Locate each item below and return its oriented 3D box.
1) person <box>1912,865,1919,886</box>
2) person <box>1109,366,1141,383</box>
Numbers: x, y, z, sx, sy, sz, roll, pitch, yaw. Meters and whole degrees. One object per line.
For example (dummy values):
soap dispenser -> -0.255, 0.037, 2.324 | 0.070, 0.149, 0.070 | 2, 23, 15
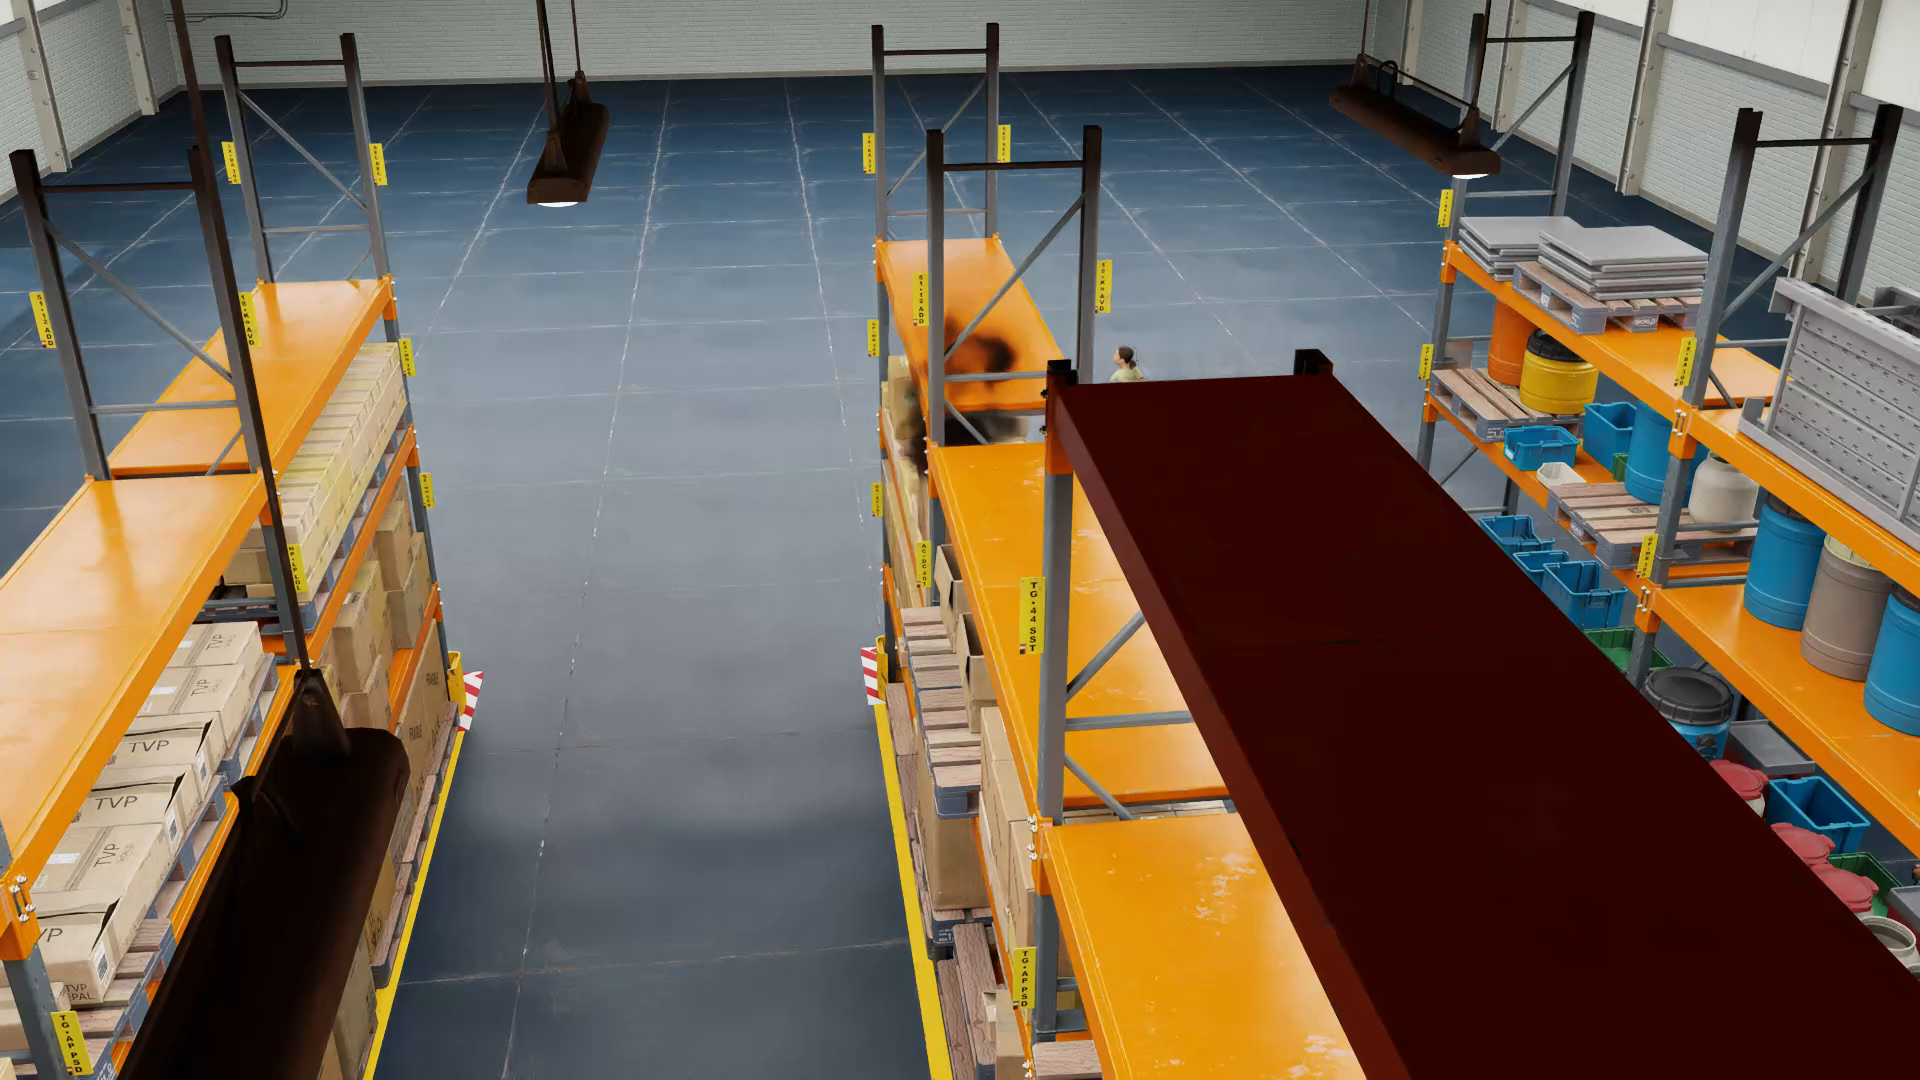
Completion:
person -> 6.819, 2.447, 11.474 | 0.556, 1.633, 0.733 | -7, 26, -14
person -> 1.923, -1.402, 19.770 | 0.845, 1.408, 0.546 | 6, 26, 12
